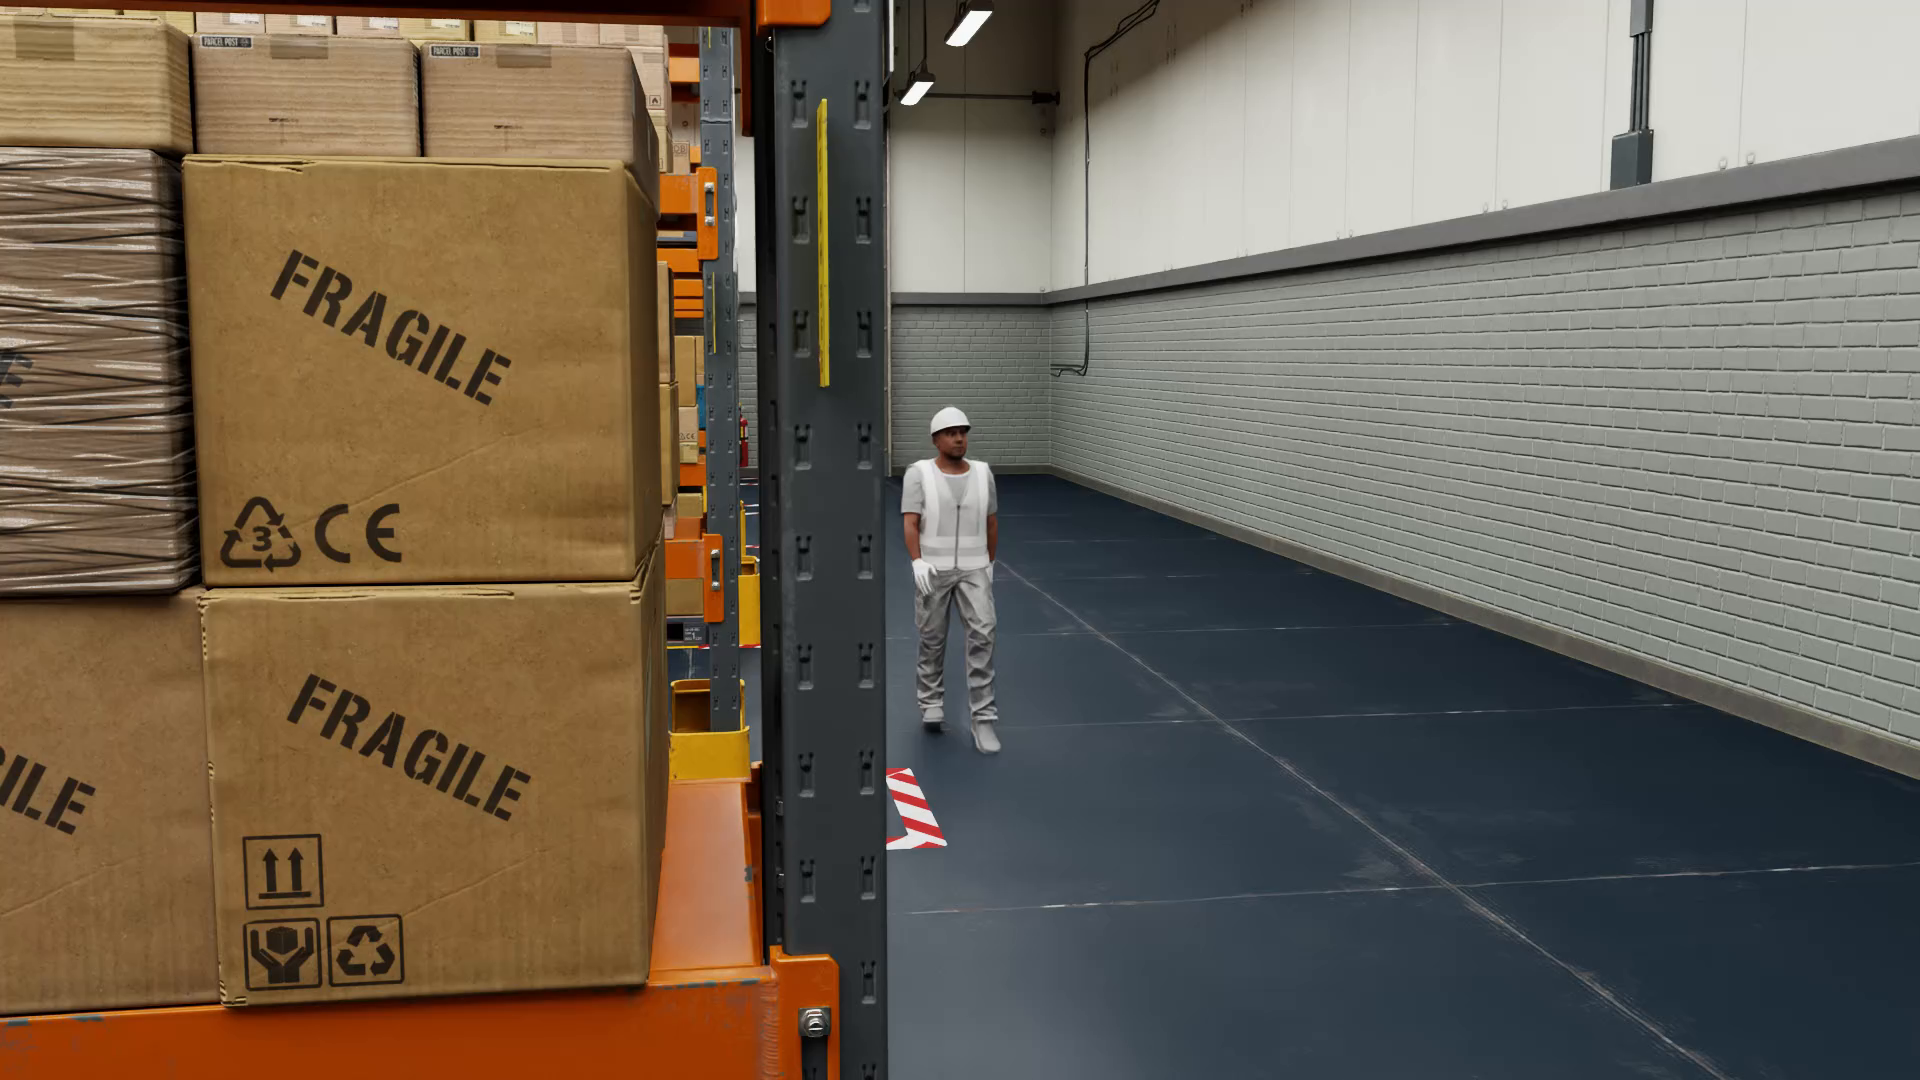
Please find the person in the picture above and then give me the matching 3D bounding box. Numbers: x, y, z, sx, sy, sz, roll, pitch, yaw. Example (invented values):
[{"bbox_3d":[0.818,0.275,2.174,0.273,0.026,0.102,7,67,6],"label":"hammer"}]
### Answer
[{"bbox_3d":[-0.024,0.195,8.921,0.561,1.806,0.820,-1,7,-13],"label":"person"}]
